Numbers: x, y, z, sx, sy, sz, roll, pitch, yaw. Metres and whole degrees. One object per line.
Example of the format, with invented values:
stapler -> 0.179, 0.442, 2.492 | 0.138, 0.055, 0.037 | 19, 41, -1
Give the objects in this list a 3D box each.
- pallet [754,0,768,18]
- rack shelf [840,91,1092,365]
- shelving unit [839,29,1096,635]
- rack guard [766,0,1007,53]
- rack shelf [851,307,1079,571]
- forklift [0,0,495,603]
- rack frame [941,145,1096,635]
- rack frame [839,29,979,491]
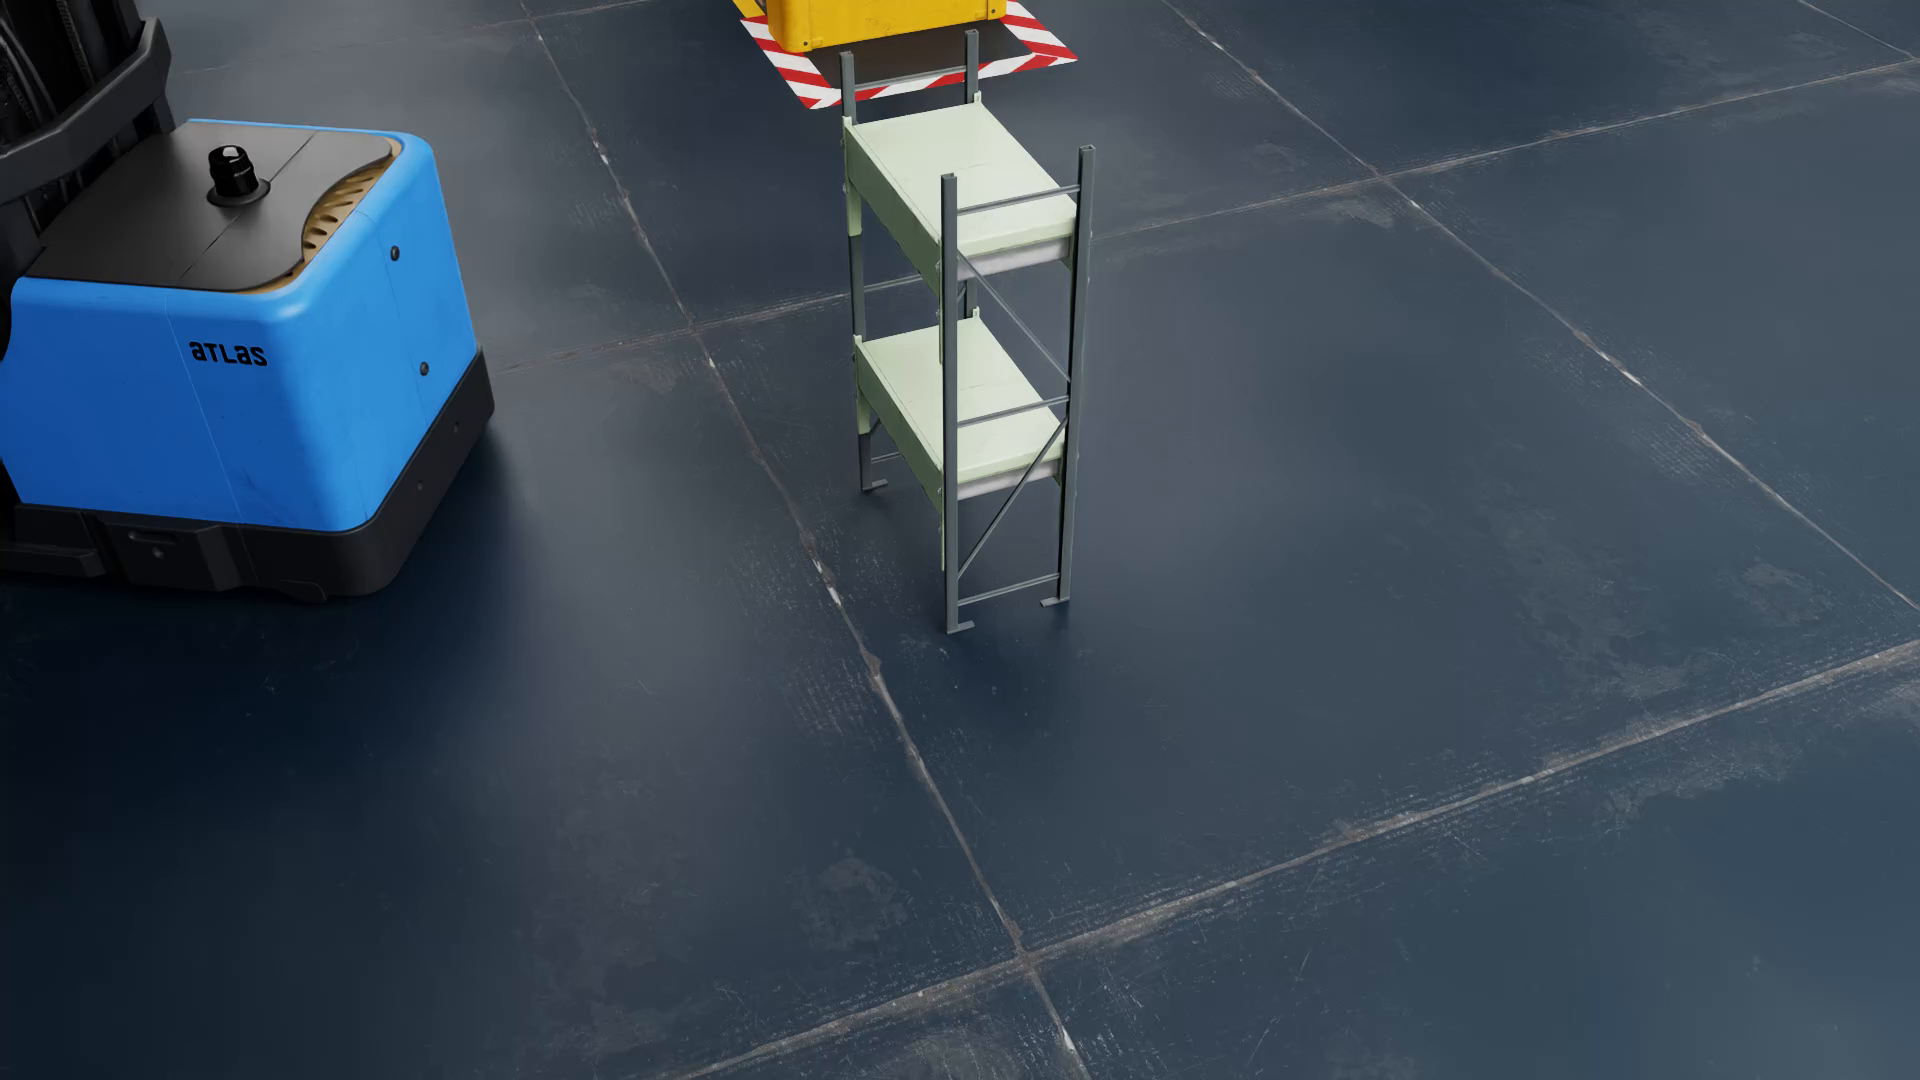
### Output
pallet -> -0.694, -3.113, 8.708 | 1.003, 0.211, 1.213 | -15, 43, -17
rack shelf -> 0.003, -0.861, 4.502 | 0.431, 0.370, 0.720 | -15, 43, -17
shelving unit -> 0.003, -0.565, 4.756 | 0.431, 1.500, 0.755 | -15, 43, -17
rack guard -> -0.354, -2.758, 8.074 | 1.175, 0.500, 0.348 | -15, 43, -17
rack shelf -> 0.003, -0.317, 4.969 | 0.431, 0.370, 0.720 | -15, 43, -17
forklift -> -3.142, -1.356, 4.578 | 3.031, 2.935, 1.130 | 5, 41, 6
rack frame -> 0.143, -0.344, 4.500 | 0.400, 1.500, 0.023 | -15, 43, -17
rack frame -> -0.137, -0.785, 5.013 | 0.400, 1.500, 0.023 | -15, 43, -17
